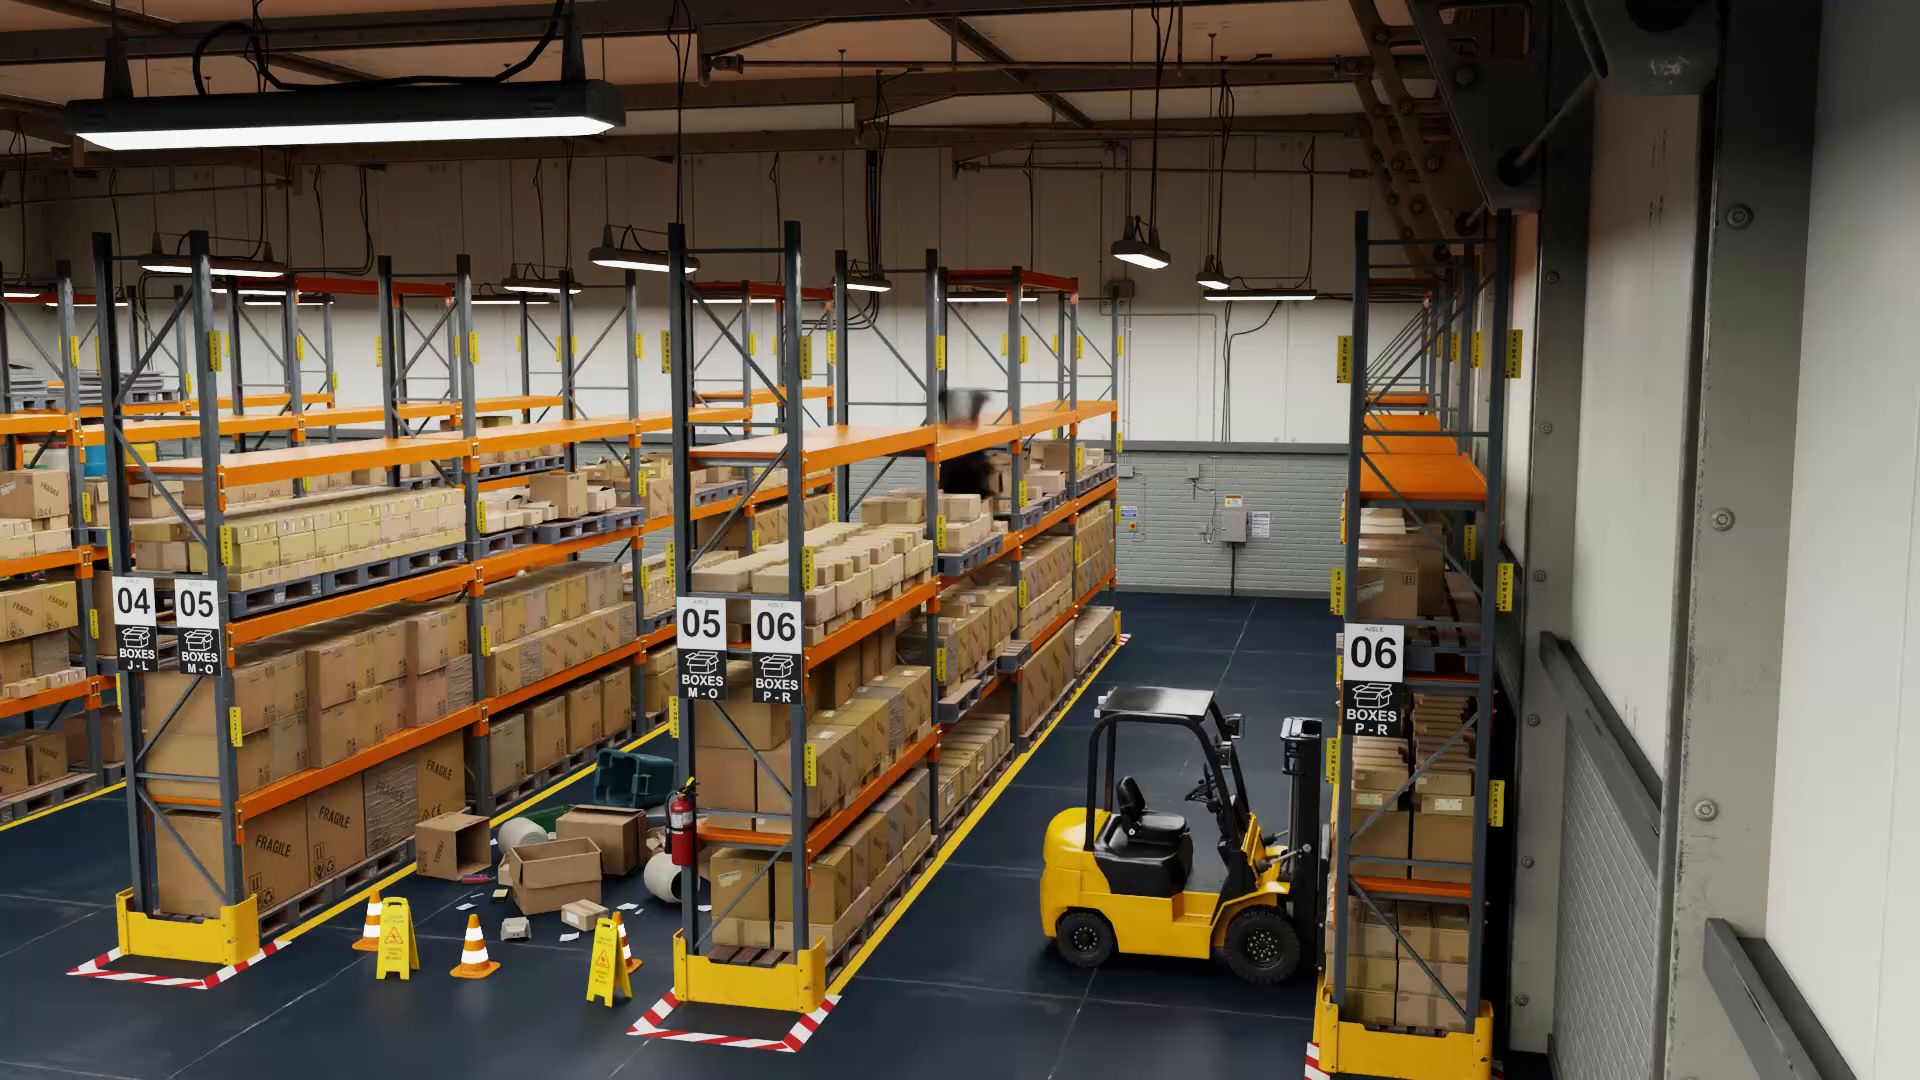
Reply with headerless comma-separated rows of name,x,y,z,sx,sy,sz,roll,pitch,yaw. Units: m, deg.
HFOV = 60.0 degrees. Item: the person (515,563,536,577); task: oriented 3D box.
person,-6.848,1.088,26.350,0.653,1.744,0.589,1,7,11
